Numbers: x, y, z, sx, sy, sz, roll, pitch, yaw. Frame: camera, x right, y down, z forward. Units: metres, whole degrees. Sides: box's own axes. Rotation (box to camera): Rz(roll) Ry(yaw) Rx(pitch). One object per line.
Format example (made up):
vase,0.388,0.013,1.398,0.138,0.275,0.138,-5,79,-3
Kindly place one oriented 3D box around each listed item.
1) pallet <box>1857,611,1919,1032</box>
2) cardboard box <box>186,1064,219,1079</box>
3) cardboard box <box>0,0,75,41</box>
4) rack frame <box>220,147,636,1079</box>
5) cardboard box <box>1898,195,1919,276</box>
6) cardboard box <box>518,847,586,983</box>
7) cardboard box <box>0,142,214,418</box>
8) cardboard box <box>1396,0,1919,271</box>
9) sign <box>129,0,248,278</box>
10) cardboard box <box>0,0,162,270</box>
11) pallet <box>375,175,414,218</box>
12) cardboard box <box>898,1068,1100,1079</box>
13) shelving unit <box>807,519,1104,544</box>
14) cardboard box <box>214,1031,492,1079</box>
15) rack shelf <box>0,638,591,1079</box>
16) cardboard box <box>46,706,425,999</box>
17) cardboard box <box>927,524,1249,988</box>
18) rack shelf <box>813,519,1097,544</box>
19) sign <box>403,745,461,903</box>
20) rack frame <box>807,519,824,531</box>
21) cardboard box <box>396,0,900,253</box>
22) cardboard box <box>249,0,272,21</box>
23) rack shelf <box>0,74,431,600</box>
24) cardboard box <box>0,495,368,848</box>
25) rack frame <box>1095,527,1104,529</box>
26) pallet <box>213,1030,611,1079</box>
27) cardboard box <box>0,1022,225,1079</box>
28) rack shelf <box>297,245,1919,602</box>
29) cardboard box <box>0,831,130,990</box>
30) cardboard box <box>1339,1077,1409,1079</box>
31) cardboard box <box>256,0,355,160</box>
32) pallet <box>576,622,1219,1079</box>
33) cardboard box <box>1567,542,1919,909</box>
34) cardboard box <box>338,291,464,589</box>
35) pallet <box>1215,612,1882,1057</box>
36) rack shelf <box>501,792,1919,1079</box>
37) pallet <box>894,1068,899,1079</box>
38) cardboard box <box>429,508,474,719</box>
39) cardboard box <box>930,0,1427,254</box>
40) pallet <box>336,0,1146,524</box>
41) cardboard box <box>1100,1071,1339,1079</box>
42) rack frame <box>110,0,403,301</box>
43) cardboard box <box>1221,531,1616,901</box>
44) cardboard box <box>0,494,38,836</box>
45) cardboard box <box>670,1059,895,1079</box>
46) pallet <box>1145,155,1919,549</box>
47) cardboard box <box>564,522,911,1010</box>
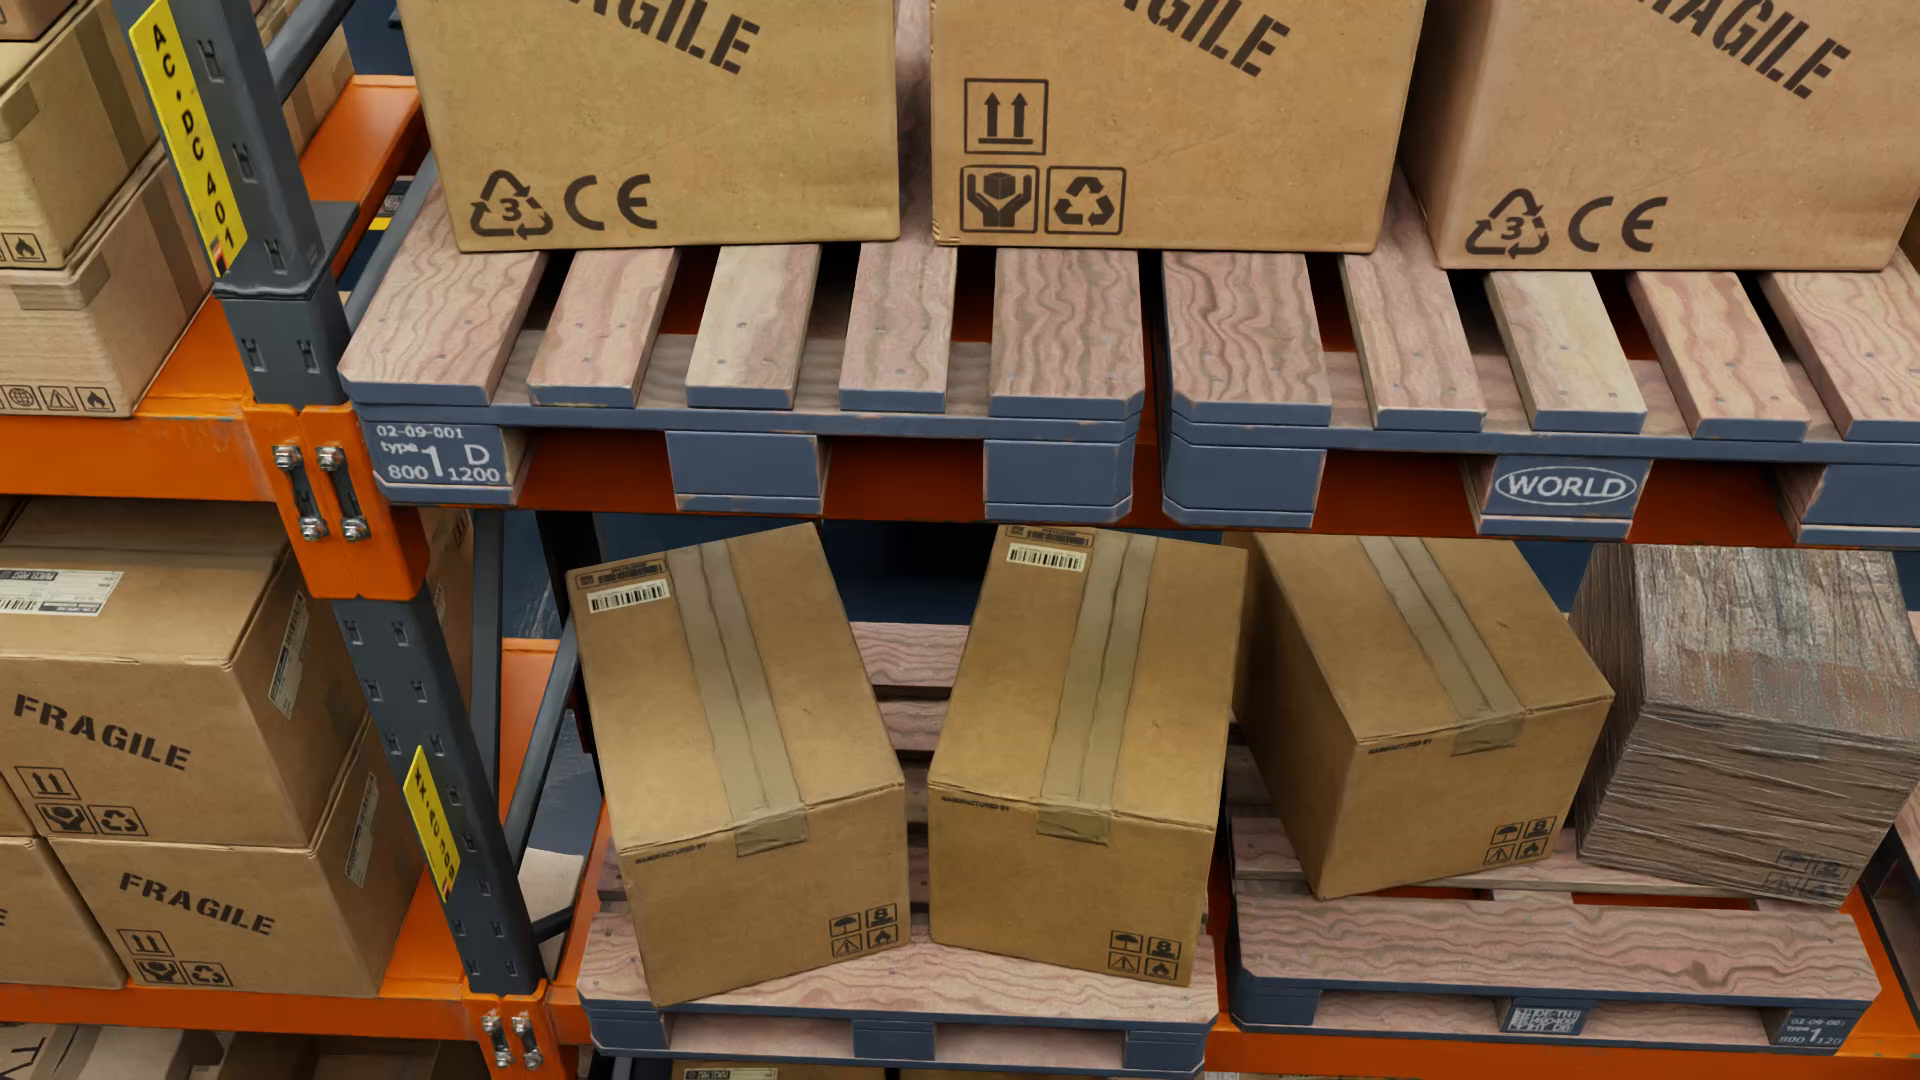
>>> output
pallet,2.420,0.661,3.480,1.003,0.211,1.213,2,43,2
cardboard box,-1.855,1.529,4.177,0.250,0.149,0.380,2,43,2
cardboard box,-1.383,-1.047,2.166,0.500,0.500,0.700,2,43,2
rack frame,-0.896,0.441,3.575,0.127,3.000,1.000,2,43,2
cardboard box,1.634,-0.592,2.411,0.500,0.500,0.910,2,43,2
cardboard box,-1.305,1.104,4.514,0.500,0.311,0.500,2,43,2
cardboard box,-1.394,-0.435,2.426,0.500,0.250,0.500,2,43,2
cardboard box,0.937,-0.778,2.229,0.600,0.600,0.600,0,43,0
sign,-0.913,-0.476,1.980,0.005,0.325,0.100,2,43,2
cardboard box,-1.394,-0.614,2.251,0.500,0.250,0.500,2,43,2
pallet,-2.627,-1.943,8.181,1.213,0.211,1.003,2,43,2
cardboard box,0.110,1.385,4.074,0.500,0.500,0.500,2,43,2
shelving unit,-0.007,-0.412,5.867,1.048,1.125,0.538,2,43,2
cardboard box,-1.478,1.371,4.089,0.500,0.500,0.500,2,43,2
rack shelf,-2.894,0.643,3.887,4.000,0.370,1.077,2,43,2
cardboard box,-1.407,0.564,3.370,0.500,0.500,0.500,2,43,3
cardboard box,0.257,0.396,3.243,0.500,0.500,0.700,8,44,9
rack shelf,-0.007,-0.233,6.033,1.000,0.278,0.538,2,43,2
sign,-0.913,0.494,2.884,0.005,0.325,0.100,2,43,2
rack frame,-0.515,-0.427,5.884,0.032,1.125,0.500,2,43,2
cardboard box,-0.396,-0.817,2.271,0.600,0.600,0.600,-2,43,-2
cardboard box,-1.370,-0.968,2.631,0.500,0.250,0.500,2,43,2
rack shelf,-2.894,-0.454,2.864,4.000,0.370,1.077,2,43,2
cardboard box,-1.413,0.200,3.028,0.500,0.500,0.500,2,43,2
rack frame,0.501,-0.396,5.850,0.032,1.125,0.500,2,43,2
pallet,-1.582,1.440,4.549,1.213,0.211,1.003,2,43,2
cardboard box,-2.227,1.417,4.178,0.500,0.311,0.500,2,43,2
rack shelf,1.102,-0.331,2.732,4.000,0.370,1.077,2,43,2
cardboard box,-1.922,0.549,3.386,0.500,0.500,0.500,3,43,3
cardboard box,1.076,1.147,3.779,0.500,0.250,0.500,1,43,1
cardboard box,-1.371,-0.785,2.801,0.500,0.250,0.500,2,43,2
pallet,-0.103,0.611,3.535,1.213,0.211,1.003,2,43,2
cardboard box,1.561,0.273,3.375,0.500,0.500,0.700,9,44,10
cardboard box,-1.354,-0.167,3.422,0.500,0.500,0.500,3,43,3
pallet,1.157,0.578,3.570,1.213,0.211,1.003,2,43,2
rack shelf,1.102,0.766,3.755,4.000,0.370,1.077,2,43,2
pallet,-0.082,1.461,4.527,1.213,0.211,1.003,2,43,2
cardboard box,-1.393,0.204,3.757,0.500,0.500,0.500,3,43,3
cardboard box,0.273,-0.812,2.266,0.600,0.600,0.600,1,43,1
pallet,-0.248,-0.519,2.544,1.003,0.211,1.213,2,43,2
cardboard box,0.575,1.132,3.795,0.500,0.250,0.500,2,43,2
rack frame,-0.896,-1.754,1.531,0.127,3.000,1.000,2,43,2
cardboard box,0.872,0.263,3.385,0.500,0.500,0.700,-8,44,-9
cardboard box,-1.925,0.186,3.043,0.500,0.500,0.500,1,43,1
cardboard box,-0.424,1.376,4.084,0.500,0.500,0.500,0,43,0
pallet,0.789,-0.490,2.512,1.003,0.211,1.213,2,43,2
cardboard box,-0.433,0.418,3.219,0.500,0.500,0.700,-12,44,-12
